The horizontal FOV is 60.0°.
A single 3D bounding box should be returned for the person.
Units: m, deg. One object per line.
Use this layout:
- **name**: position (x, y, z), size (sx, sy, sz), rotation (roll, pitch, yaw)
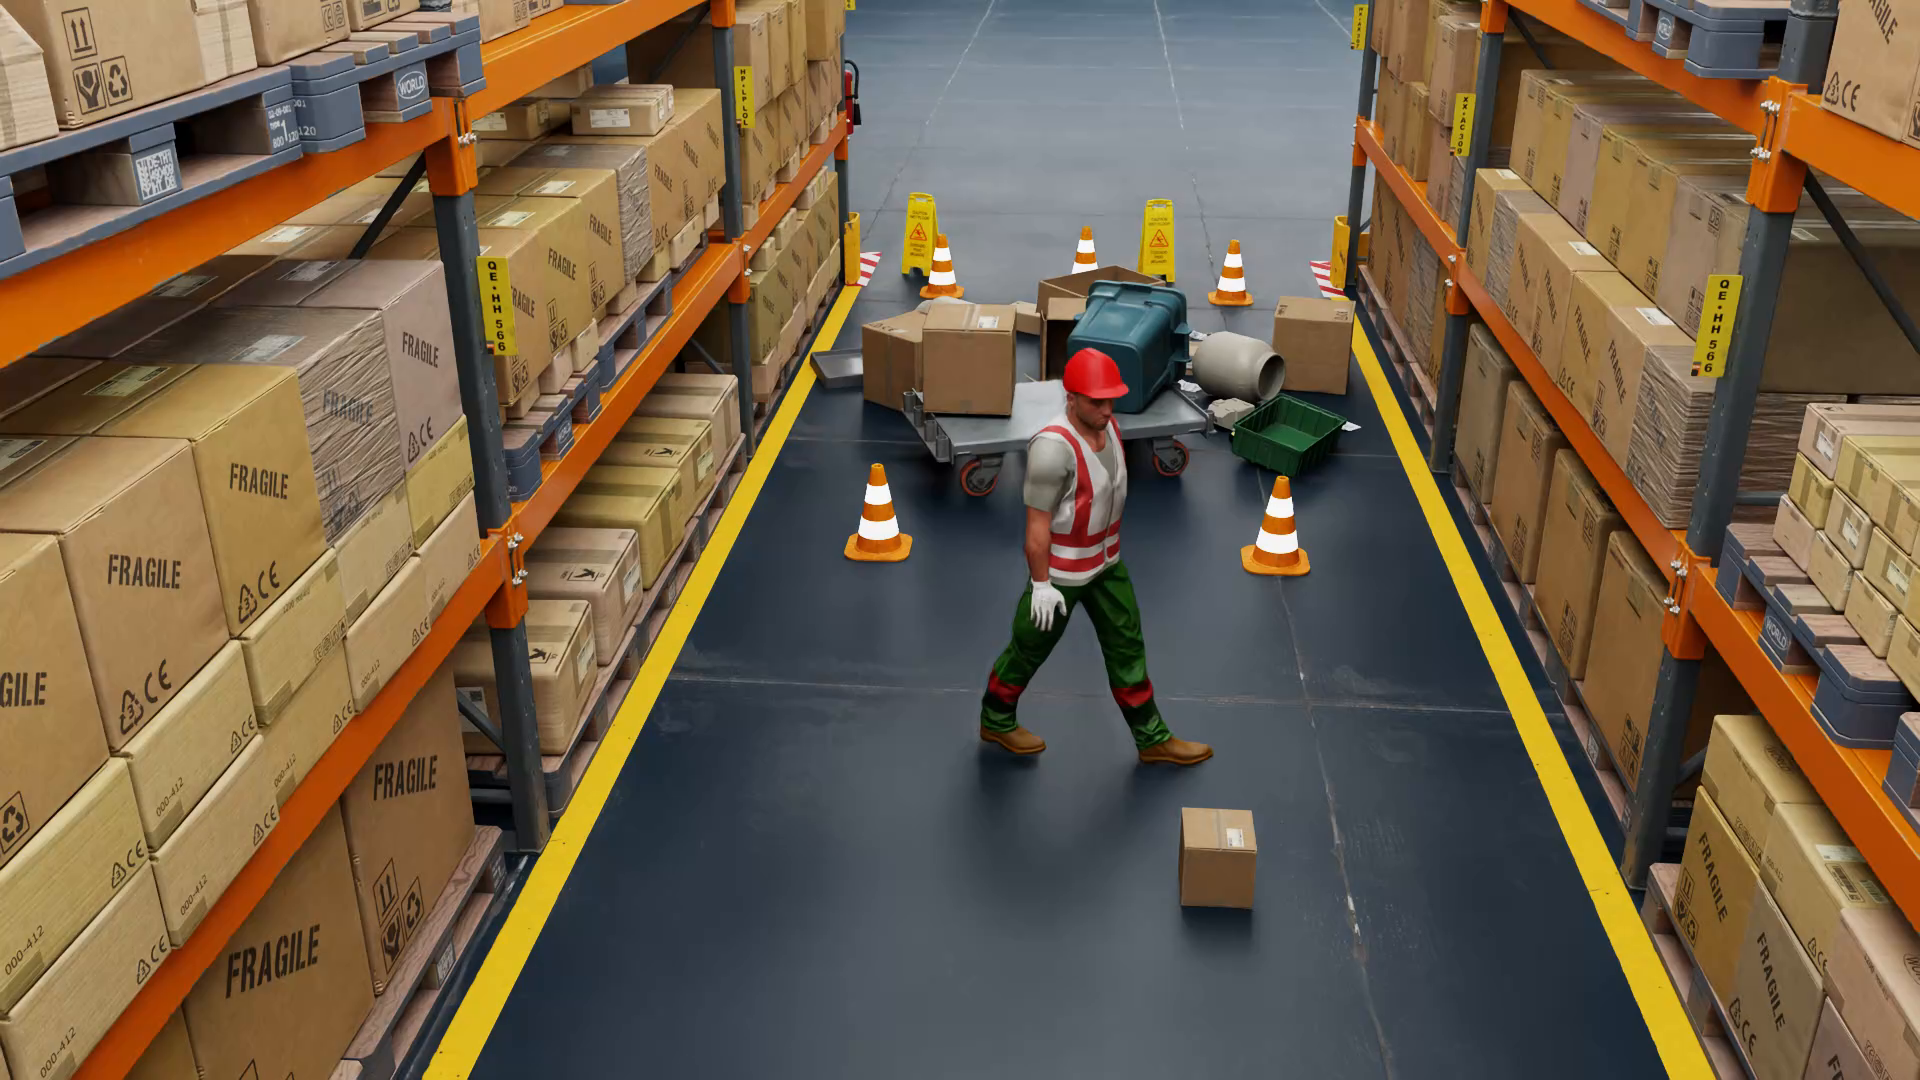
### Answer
- **person**: position (0.495, 0.200, 6.397), size (0.889, 1.510, 0.616), rotation (18, 30, 34)
